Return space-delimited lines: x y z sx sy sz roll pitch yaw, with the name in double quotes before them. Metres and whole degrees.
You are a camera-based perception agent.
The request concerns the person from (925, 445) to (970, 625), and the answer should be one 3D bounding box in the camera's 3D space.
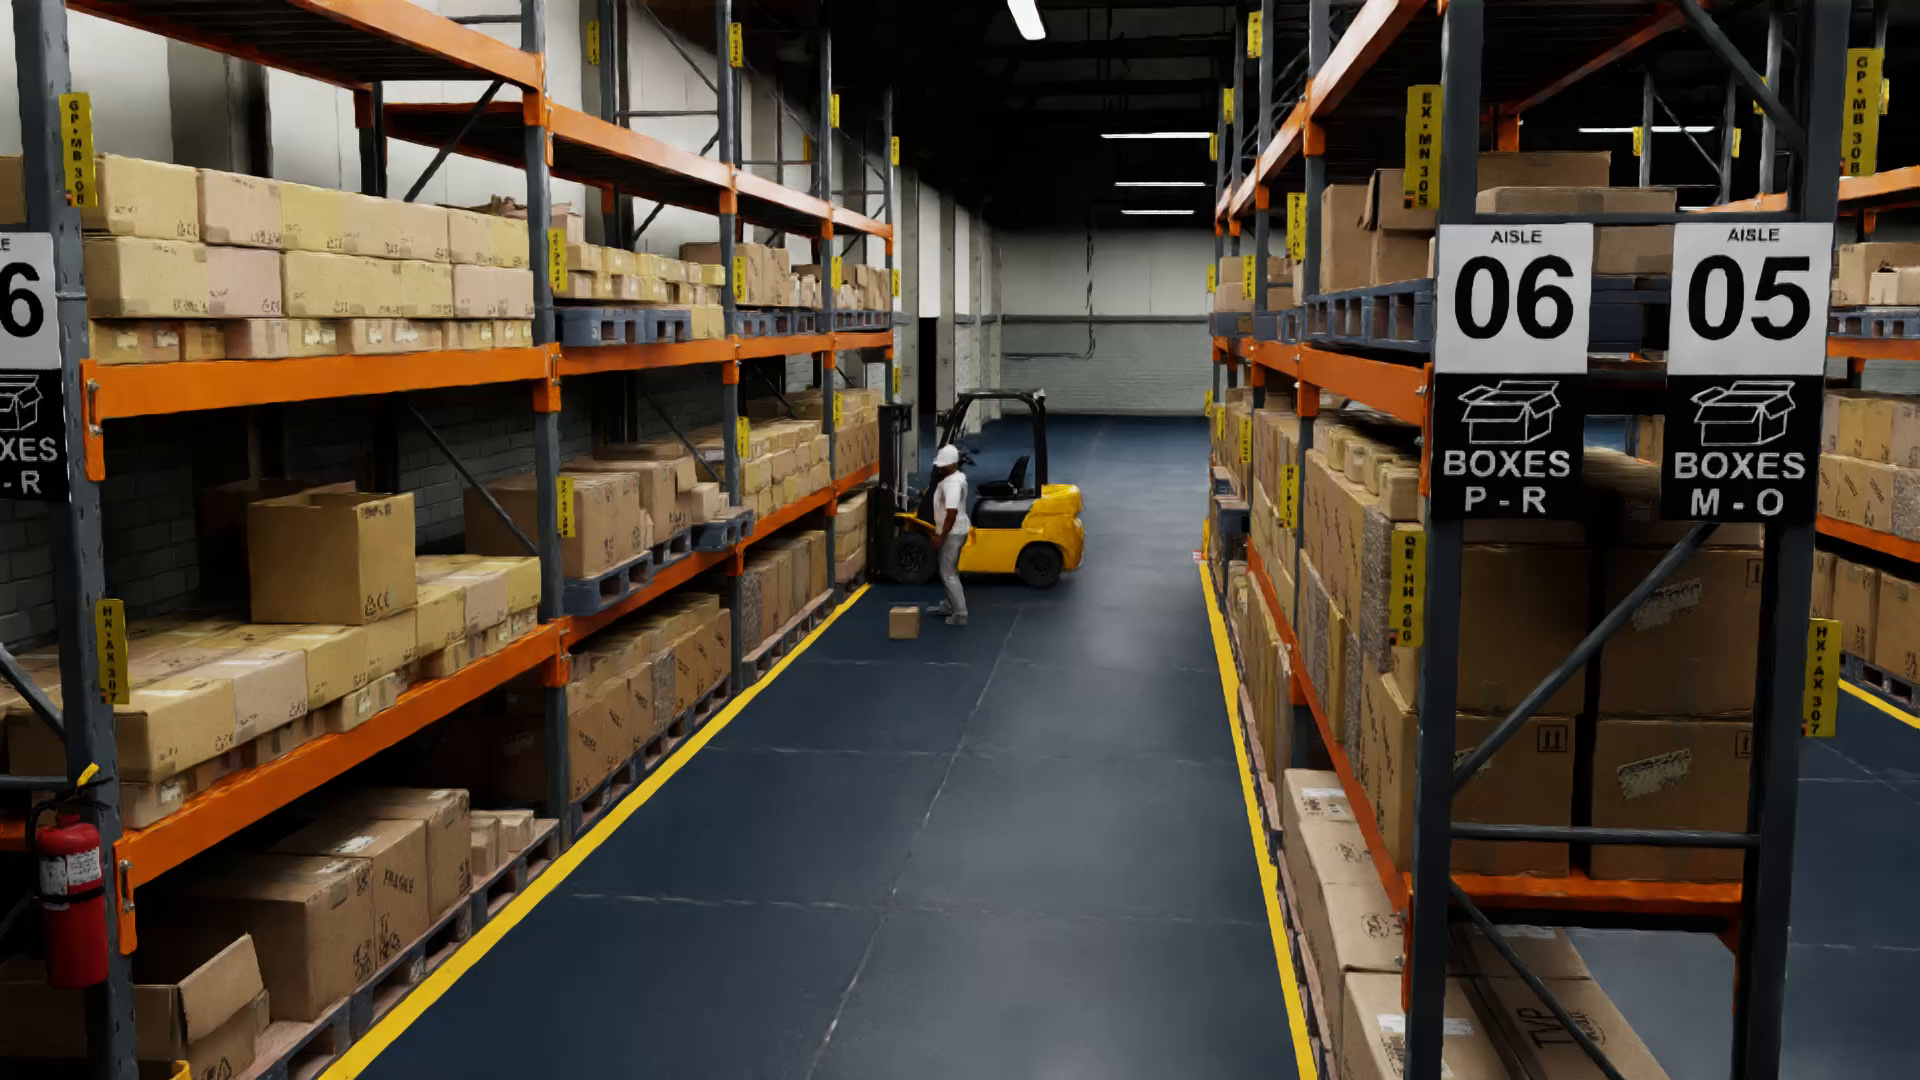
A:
"person" -0.146 -0.065 16.297 0.563 1.758 0.678 2 8 14
